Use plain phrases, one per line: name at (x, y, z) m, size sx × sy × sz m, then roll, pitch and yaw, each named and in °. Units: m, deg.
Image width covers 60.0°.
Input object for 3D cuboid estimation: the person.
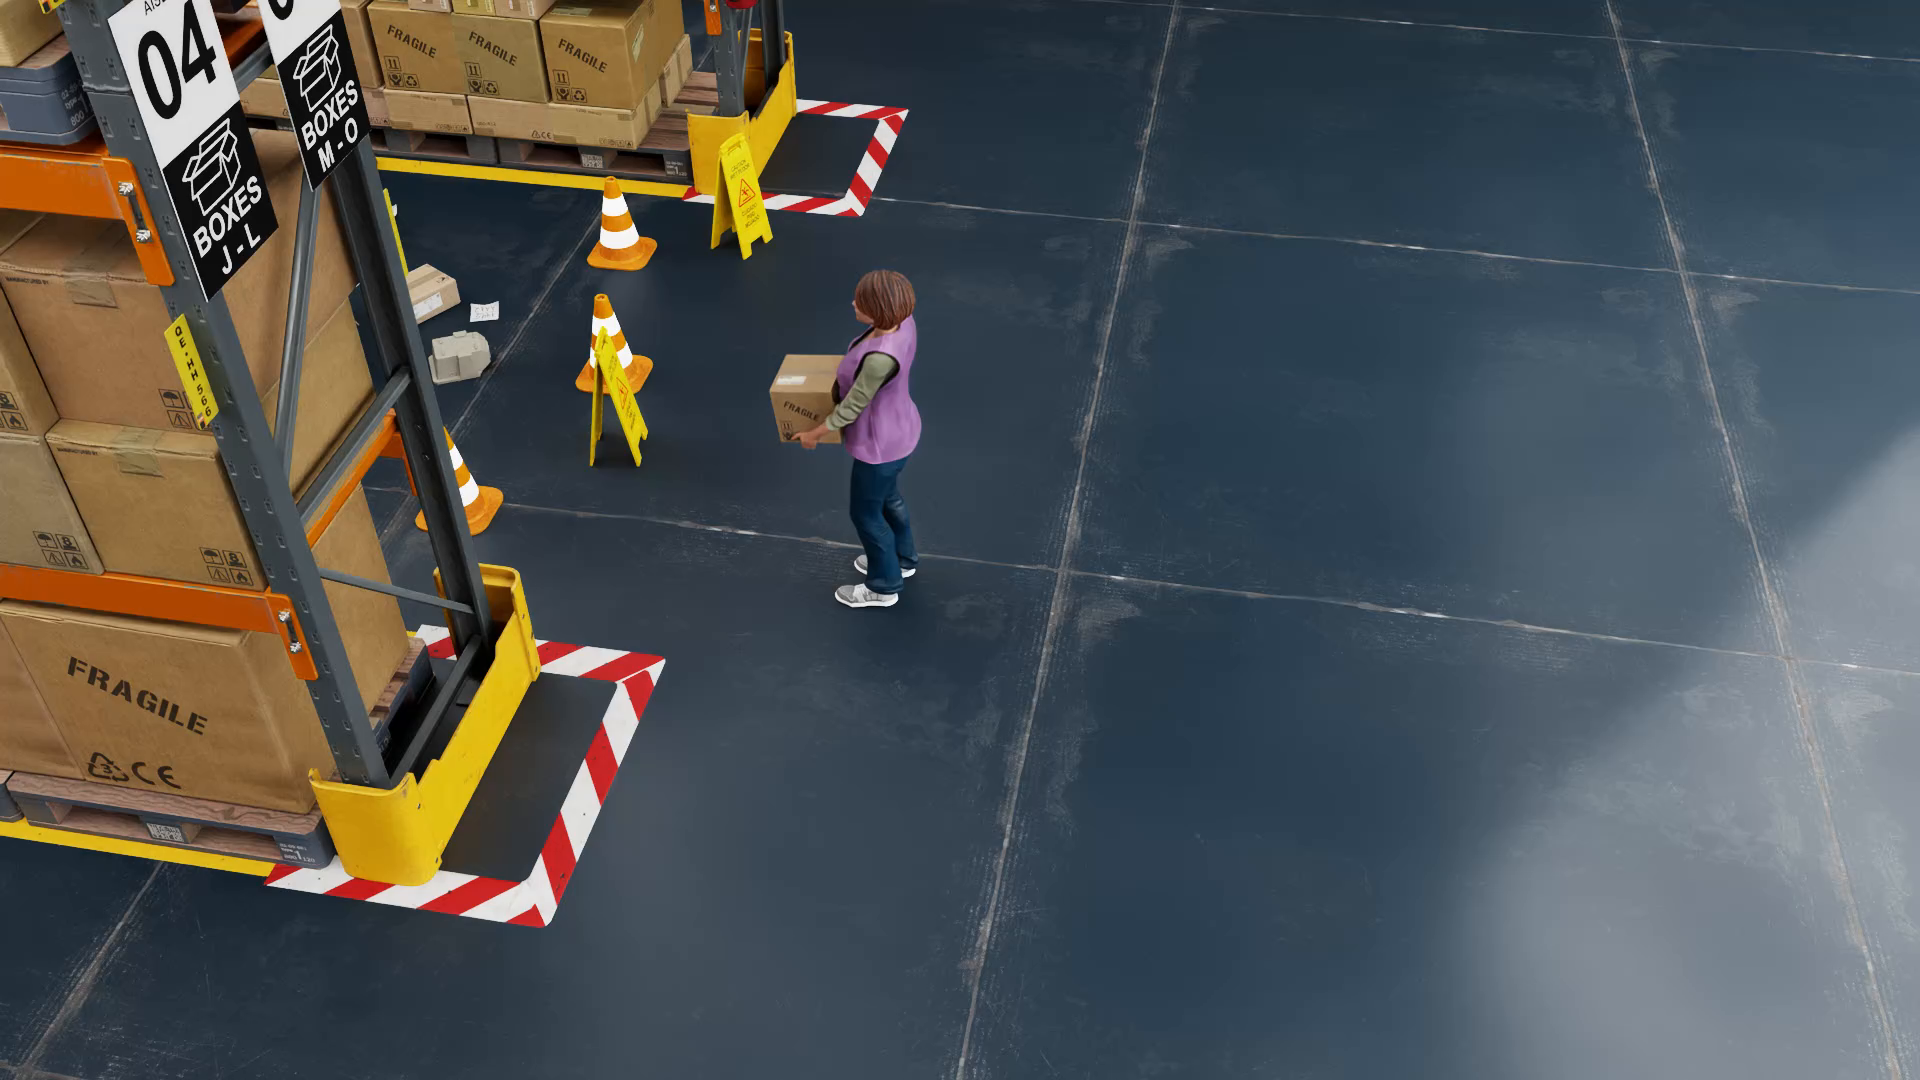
person at (-0.400, -0.366, 6.664) m, size 0.490 × 1.496 × 0.405 m, roll 7°, pitch 42°, yaw 8°
